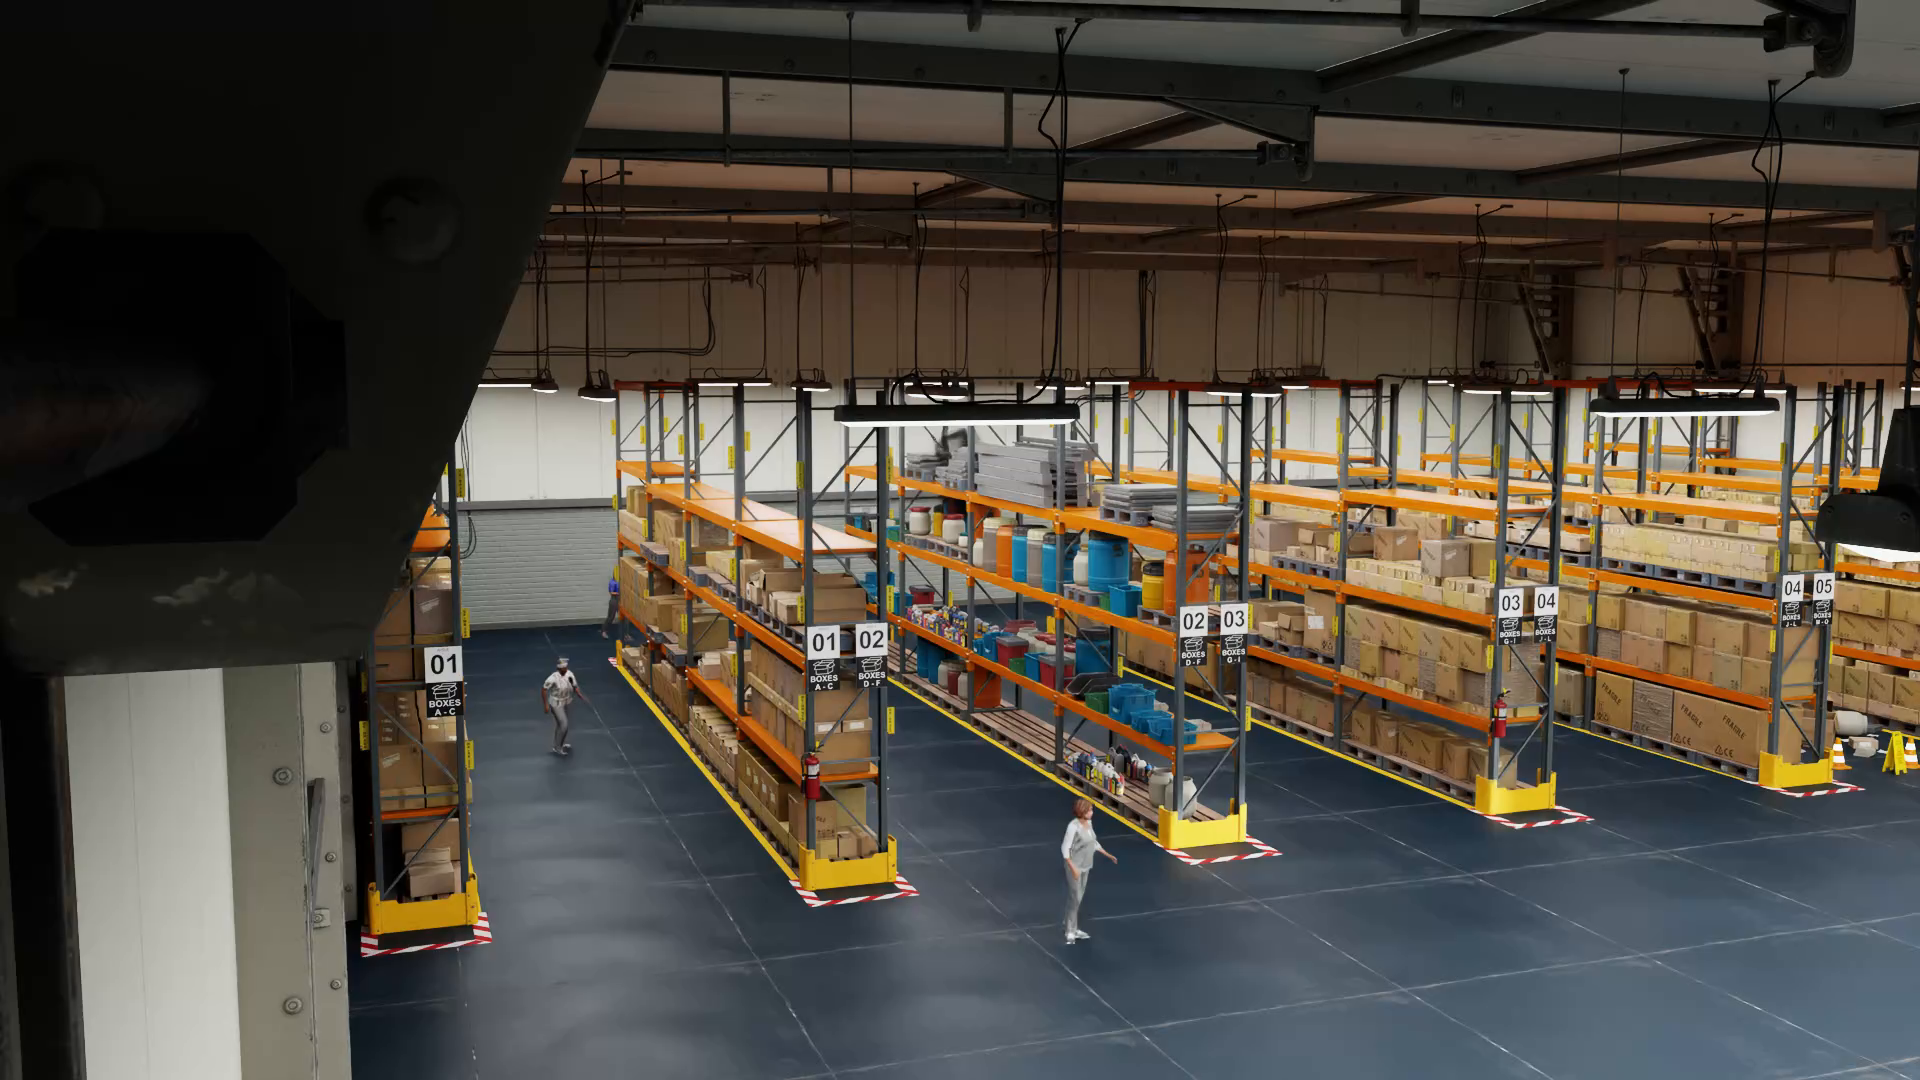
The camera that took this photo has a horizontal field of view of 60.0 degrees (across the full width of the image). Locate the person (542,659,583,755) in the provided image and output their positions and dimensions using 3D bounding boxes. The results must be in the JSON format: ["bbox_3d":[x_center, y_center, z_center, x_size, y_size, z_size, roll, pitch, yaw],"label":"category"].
[{"bbox_3d":[-6.444,2.712,27.103,0.806,1.643,0.604,3,7,29],"label":"person"}]

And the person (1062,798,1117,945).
[{"bbox_3d":[1.386,3.628,18.274,0.543,1.606,0.531,3,7,30],"label":"person"}]

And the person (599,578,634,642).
[{"bbox_3d":[-7.882,1.568,38.030,0.888,1.480,0.535,3,7,28],"label":"person"}]
